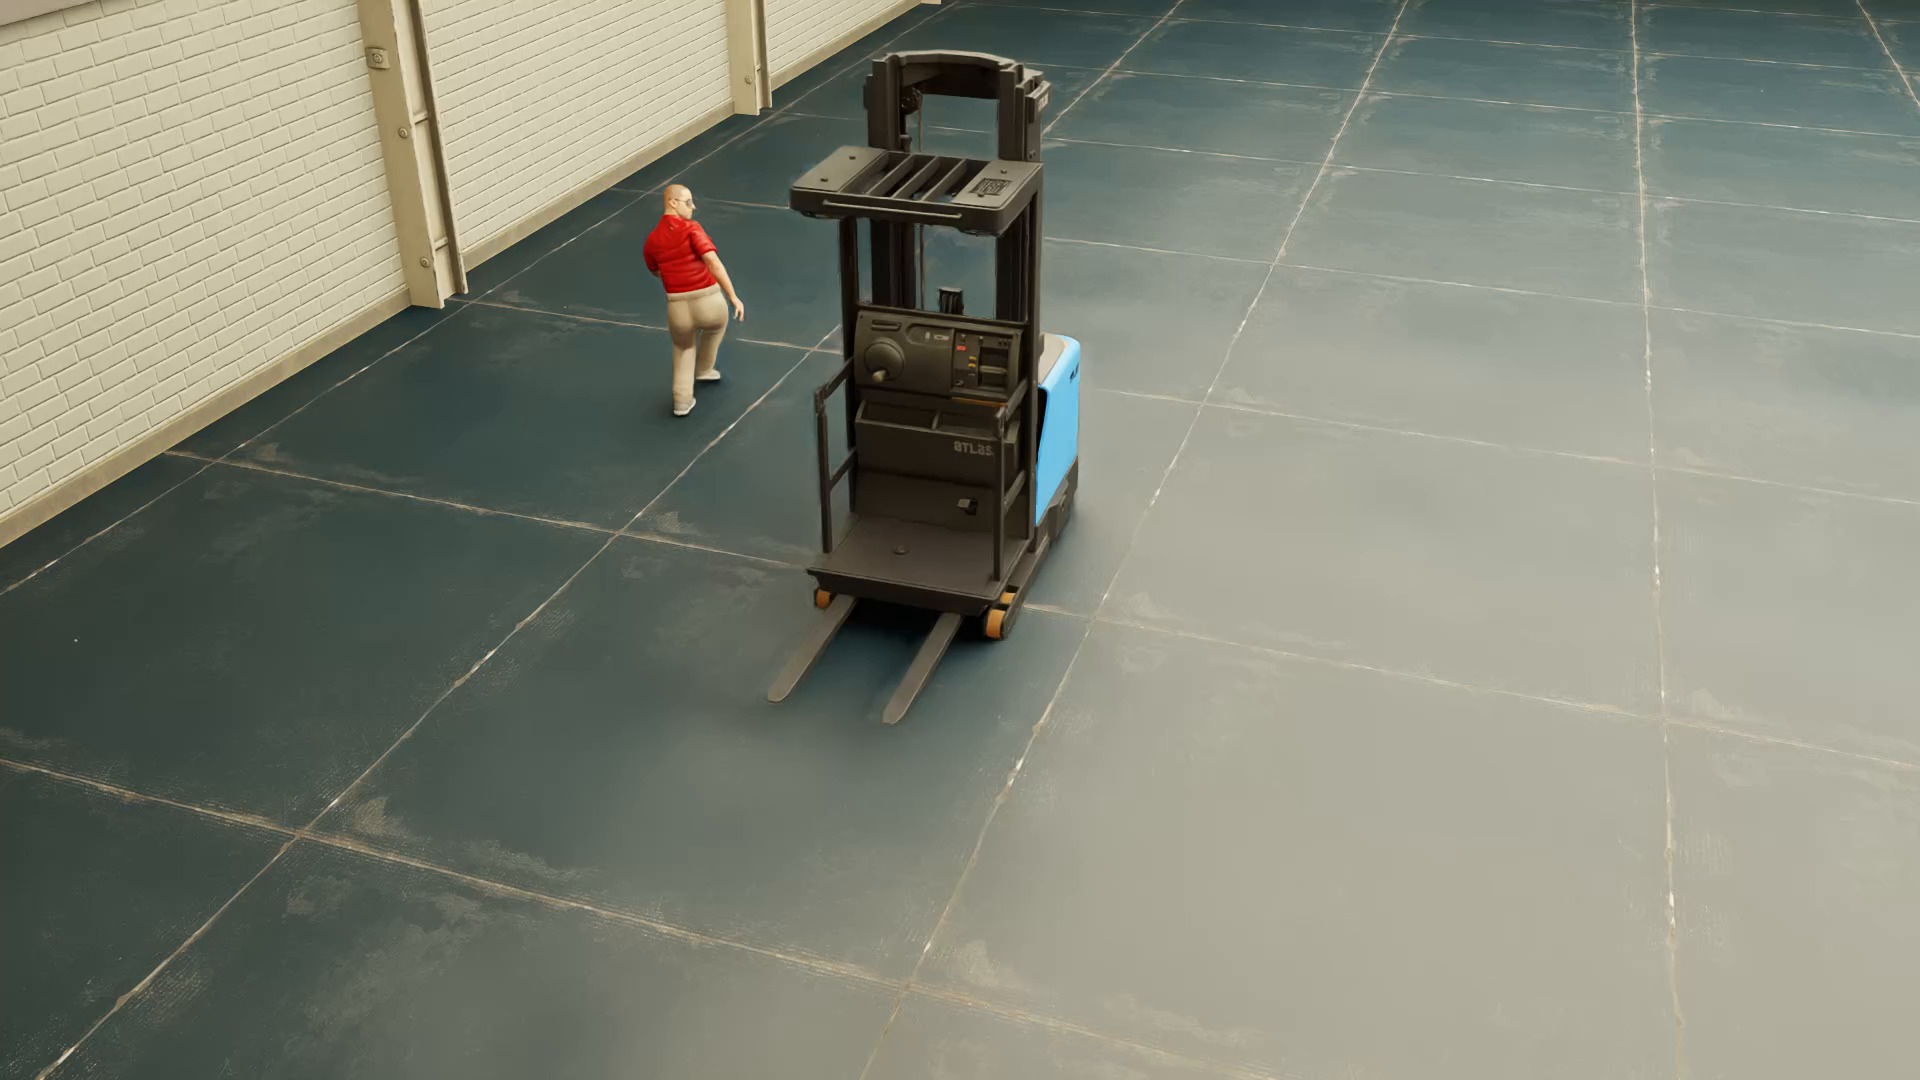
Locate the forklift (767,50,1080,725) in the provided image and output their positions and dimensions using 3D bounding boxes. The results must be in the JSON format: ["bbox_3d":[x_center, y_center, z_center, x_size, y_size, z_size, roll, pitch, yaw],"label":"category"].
[{"bbox_3d":[-0.187,-0.949,8.802,1.130,2.935,3.031,9,31,15],"label":"forklift"}]

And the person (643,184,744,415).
[{"bbox_3d":[-1.779,-1.691,11.516,0.774,1.560,0.797,4,30,8],"label":"person"}]
